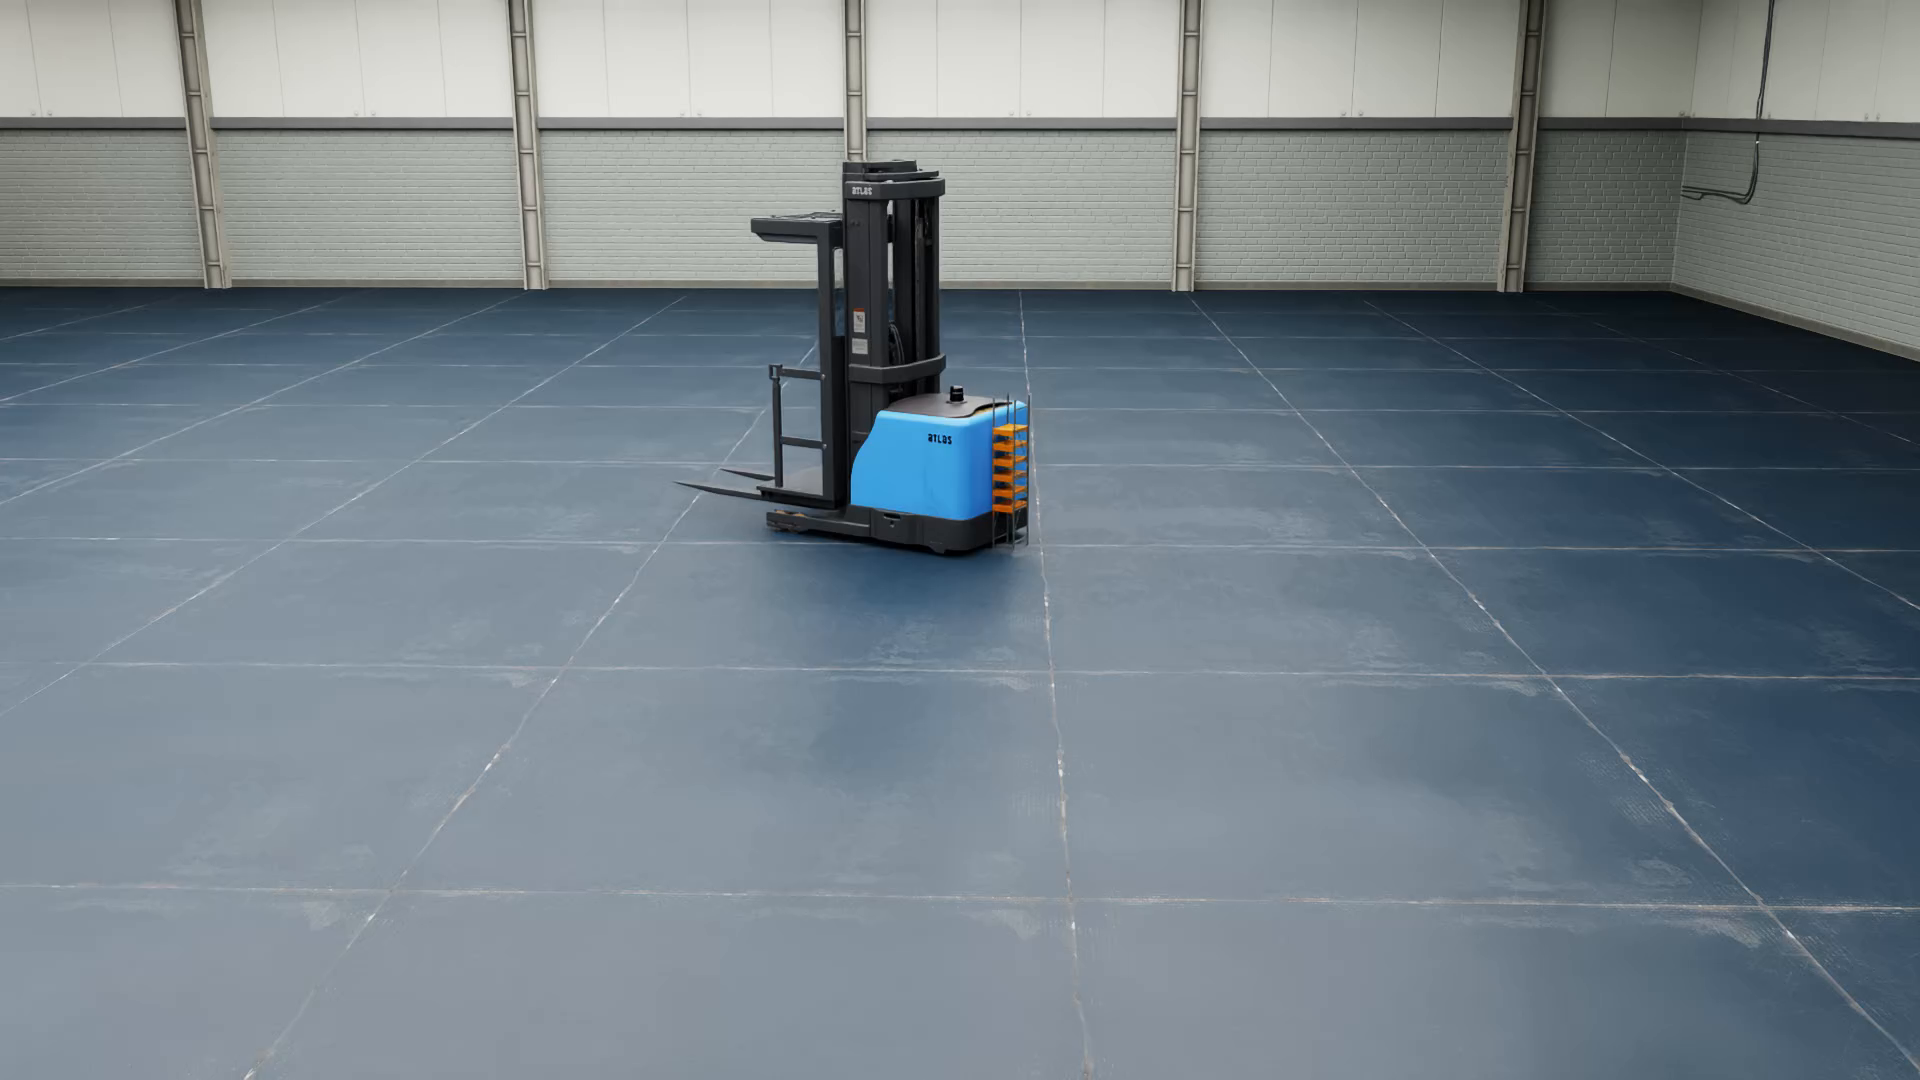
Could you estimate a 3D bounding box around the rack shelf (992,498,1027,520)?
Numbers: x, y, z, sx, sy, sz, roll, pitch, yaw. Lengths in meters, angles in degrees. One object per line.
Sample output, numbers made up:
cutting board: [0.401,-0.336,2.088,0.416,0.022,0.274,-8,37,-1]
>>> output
rack shelf: [0.393,-0.240,12.908,0.180,0.103,0.258,9,17,30]

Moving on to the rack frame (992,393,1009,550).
rack frame: [0.315,-0.528,12.882,0.006,1.200,0.240,9,17,30]

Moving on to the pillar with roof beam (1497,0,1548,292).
pillar with roof beam: [9.994,-7.826,25.256,0.400,9.000,9.100,0,15,1]

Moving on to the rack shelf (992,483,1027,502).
rack shelf: [0.393,-0.356,12.878,0.180,0.103,0.258,9,17,30]

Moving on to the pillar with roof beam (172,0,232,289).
pillar with roof beam: [-13.998,-7.982,25.849,0.400,9.000,9.100,0,15,1]

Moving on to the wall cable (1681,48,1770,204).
wall cable: [13.015,-7.066,28.462,0.112,2.526,3.097,0,15,1]

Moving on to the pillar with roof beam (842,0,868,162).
pillar with roof beam: [-2.002,-7.904,25.552,0.400,9.000,9.100,0,15,1]

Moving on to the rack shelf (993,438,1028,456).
rack shelf: [0.393,-0.704,12.786,0.180,0.103,0.258,9,17,30]

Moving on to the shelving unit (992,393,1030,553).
shelving unit: [0.393,-0.515,12.836,0.189,1.200,0.258,9,17,30]

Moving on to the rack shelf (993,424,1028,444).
rack shelf: [0.393,-0.821,12.755,0.180,0.103,0.258,9,17,30]

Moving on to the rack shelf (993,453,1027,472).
rack shelf: [0.393,-0.588,12.816,0.180,0.103,0.258,9,17,30]

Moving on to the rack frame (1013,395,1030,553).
rack frame: [0.471,-0.503,12.789,0.006,1.200,0.240,9,17,30]

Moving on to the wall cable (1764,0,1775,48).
wall cable: [12.946,-8.818,25.203,0.112,2.526,3.097,0,15,1]

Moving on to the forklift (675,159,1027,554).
forklift: [-0.978,-1.570,13.440,3.031,2.935,1.130,9,17,30]

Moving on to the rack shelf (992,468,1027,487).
rack shelf: [0.393,-0.472,12.847,0.180,0.103,0.258,9,17,30]

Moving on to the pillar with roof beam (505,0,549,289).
pillar with roof beam: [-8.000,-7.943,25.701,0.400,9.000,9.100,0,15,1]

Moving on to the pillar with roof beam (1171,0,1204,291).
pillar with roof beam: [3.996,-7.865,25.404,0.400,9.000,9.100,0,15,1]
